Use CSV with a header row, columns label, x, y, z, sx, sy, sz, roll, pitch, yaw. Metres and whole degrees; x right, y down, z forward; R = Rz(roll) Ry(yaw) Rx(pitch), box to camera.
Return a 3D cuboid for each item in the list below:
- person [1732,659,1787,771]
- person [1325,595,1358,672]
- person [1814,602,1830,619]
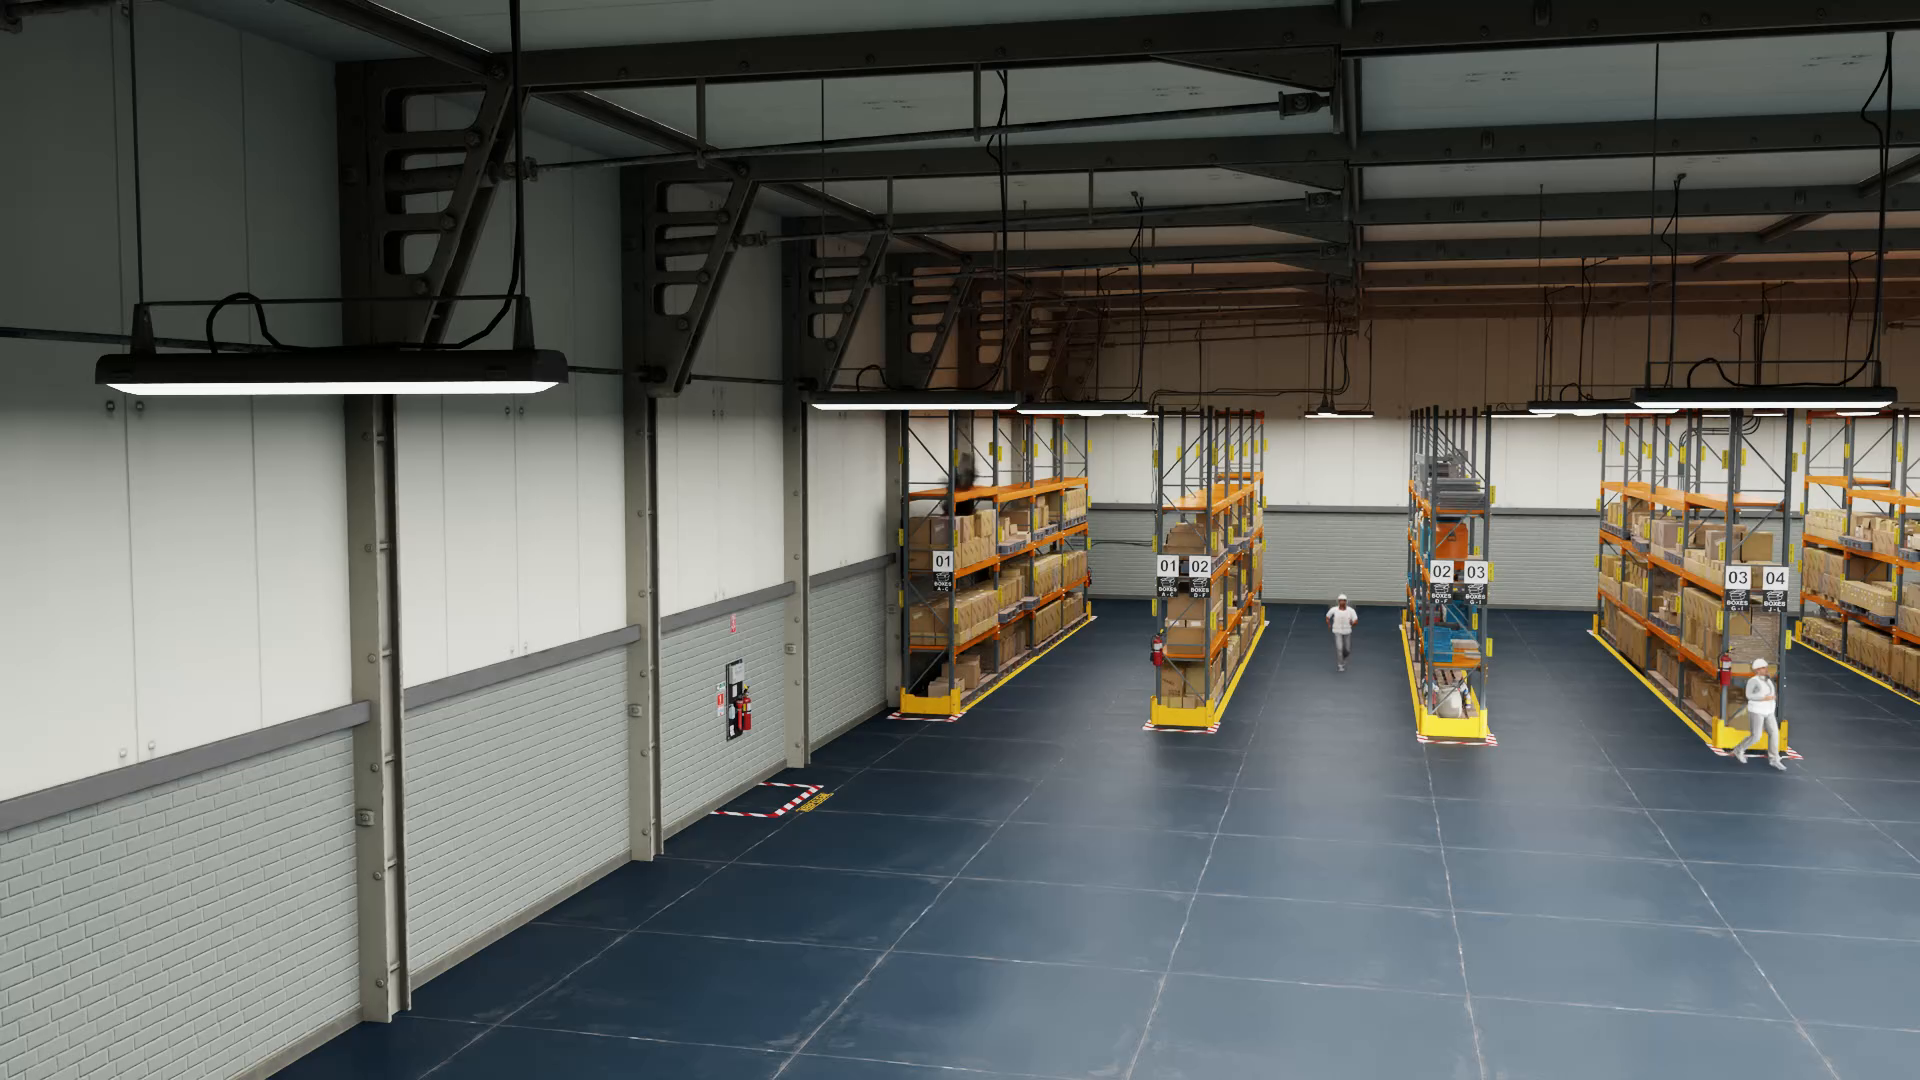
label,x,y,z,sx,sy,sz,roll,pitch,yaw
person,13.198,2.861,27.423,0.664,1.801,0.845,-2,5,-29
person,8.743,2.121,38.067,0.714,1.742,0.901,0,4,5
person,23.083,1.710,44.417,0.551,1.662,0.715,3,5,37
